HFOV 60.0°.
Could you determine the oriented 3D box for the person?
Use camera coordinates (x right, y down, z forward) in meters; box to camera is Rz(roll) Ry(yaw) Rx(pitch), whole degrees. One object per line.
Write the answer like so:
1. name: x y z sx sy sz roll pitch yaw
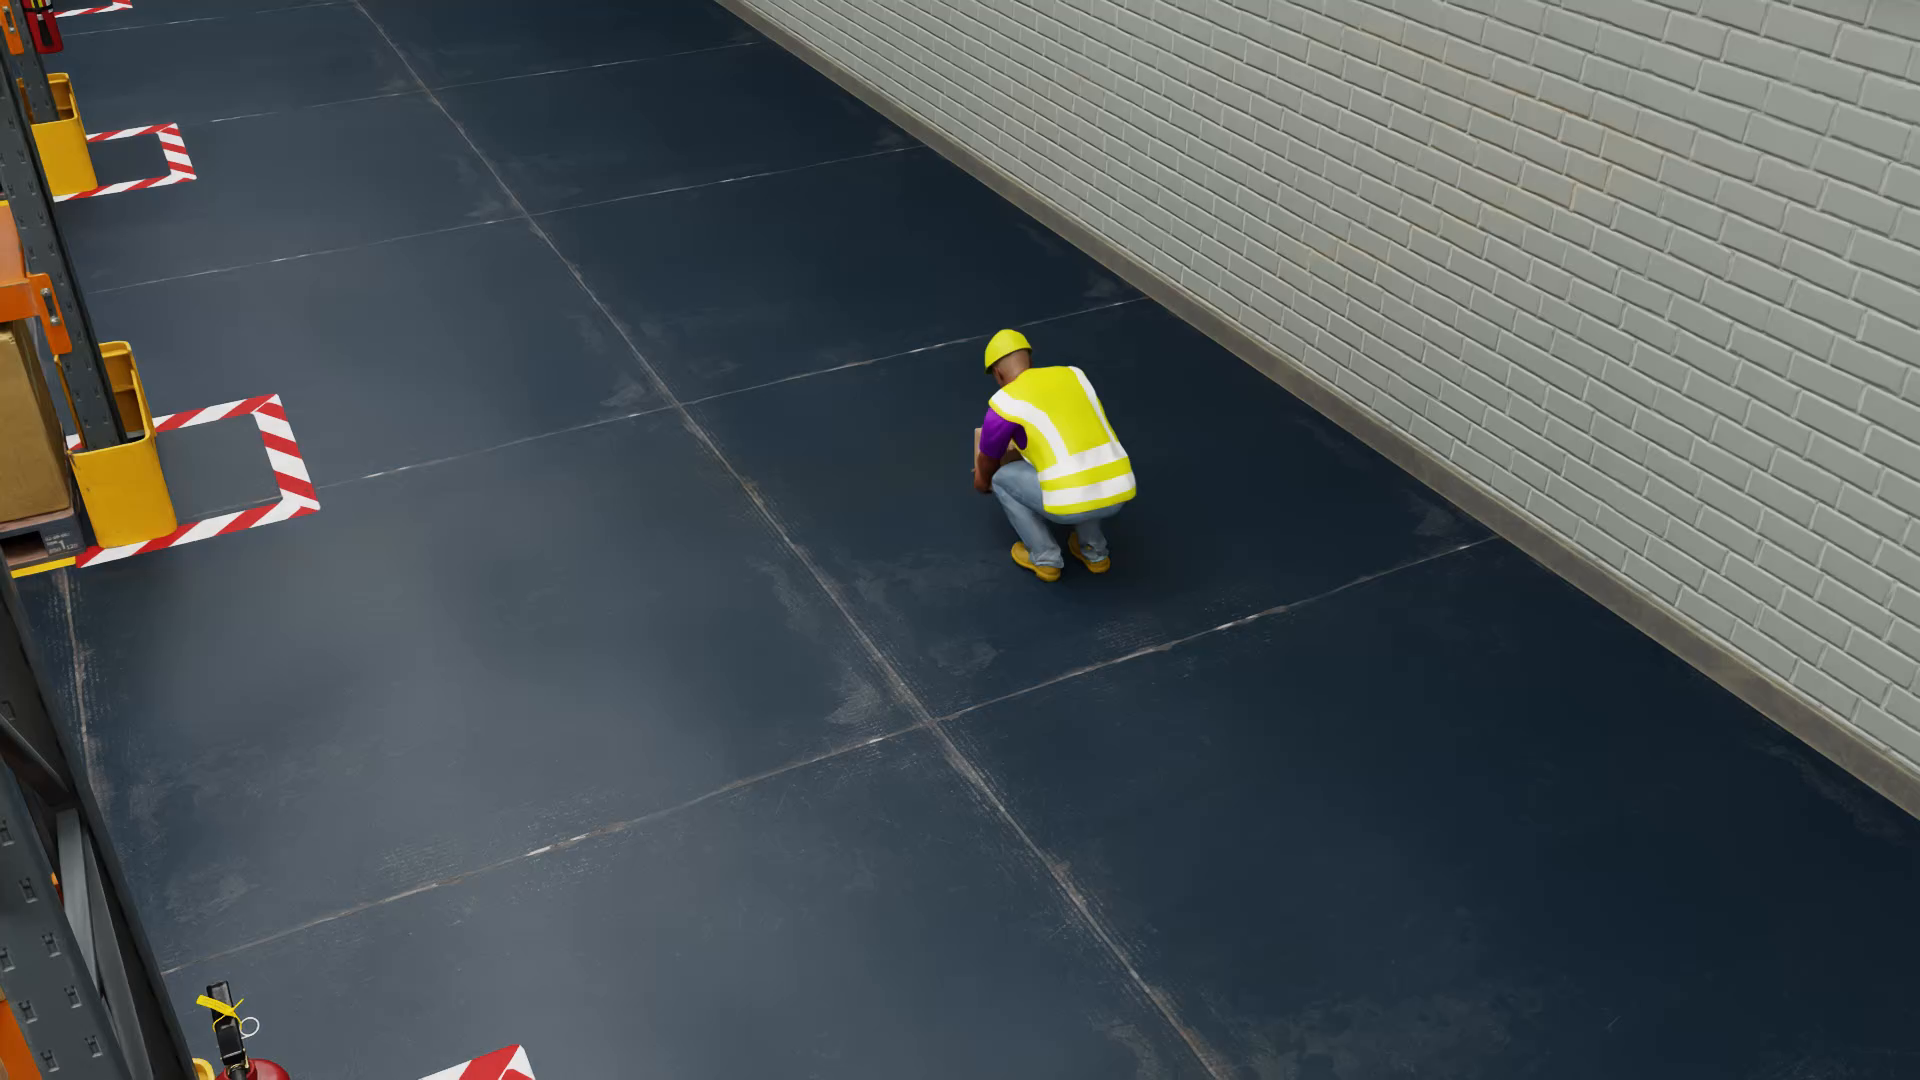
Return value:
1. person: 0.374 -0.365 7.386 0.546 1.013 0.897 -17 36 -24
